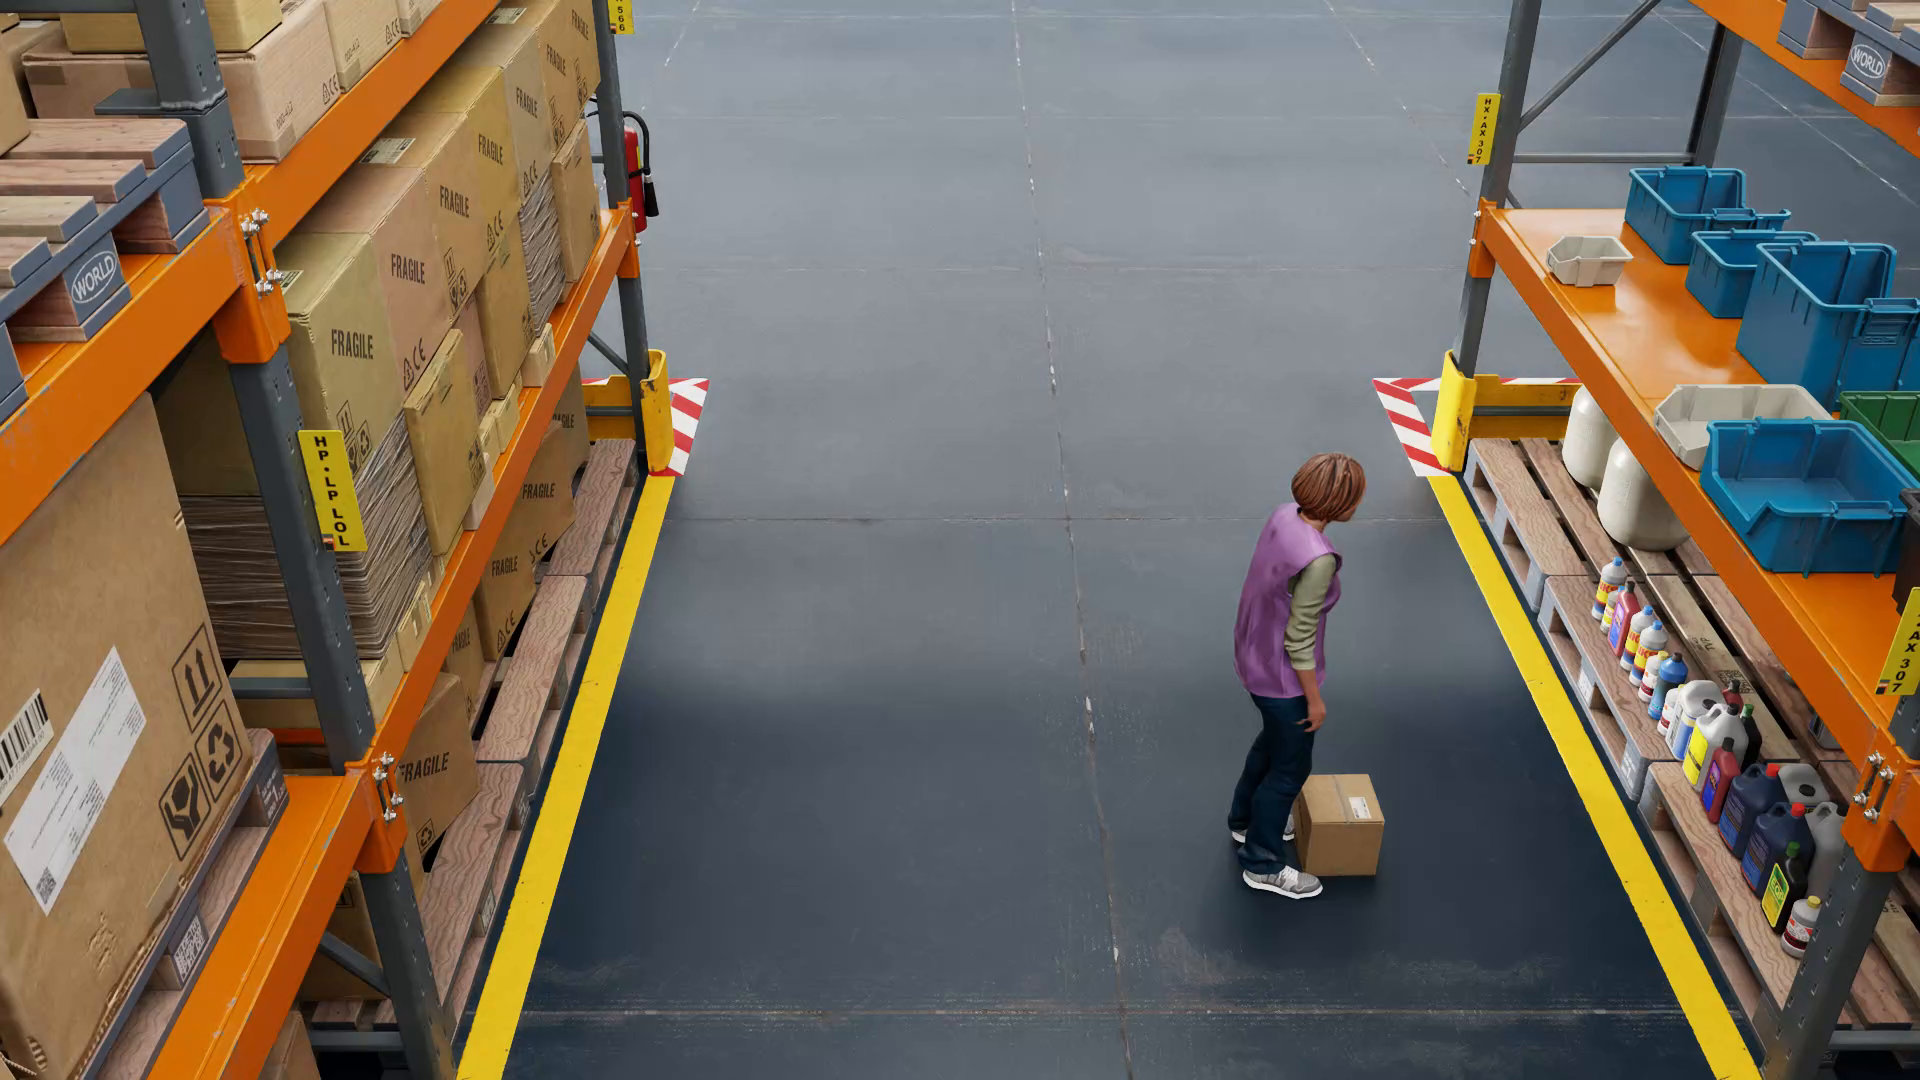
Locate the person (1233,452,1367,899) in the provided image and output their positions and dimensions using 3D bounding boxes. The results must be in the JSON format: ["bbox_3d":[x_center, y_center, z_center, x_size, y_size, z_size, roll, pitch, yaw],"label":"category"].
[{"bbox_3d":[1.084,0.430,5.456,0.325,1.593,0.481,-1,32,-2],"label":"person"}]
